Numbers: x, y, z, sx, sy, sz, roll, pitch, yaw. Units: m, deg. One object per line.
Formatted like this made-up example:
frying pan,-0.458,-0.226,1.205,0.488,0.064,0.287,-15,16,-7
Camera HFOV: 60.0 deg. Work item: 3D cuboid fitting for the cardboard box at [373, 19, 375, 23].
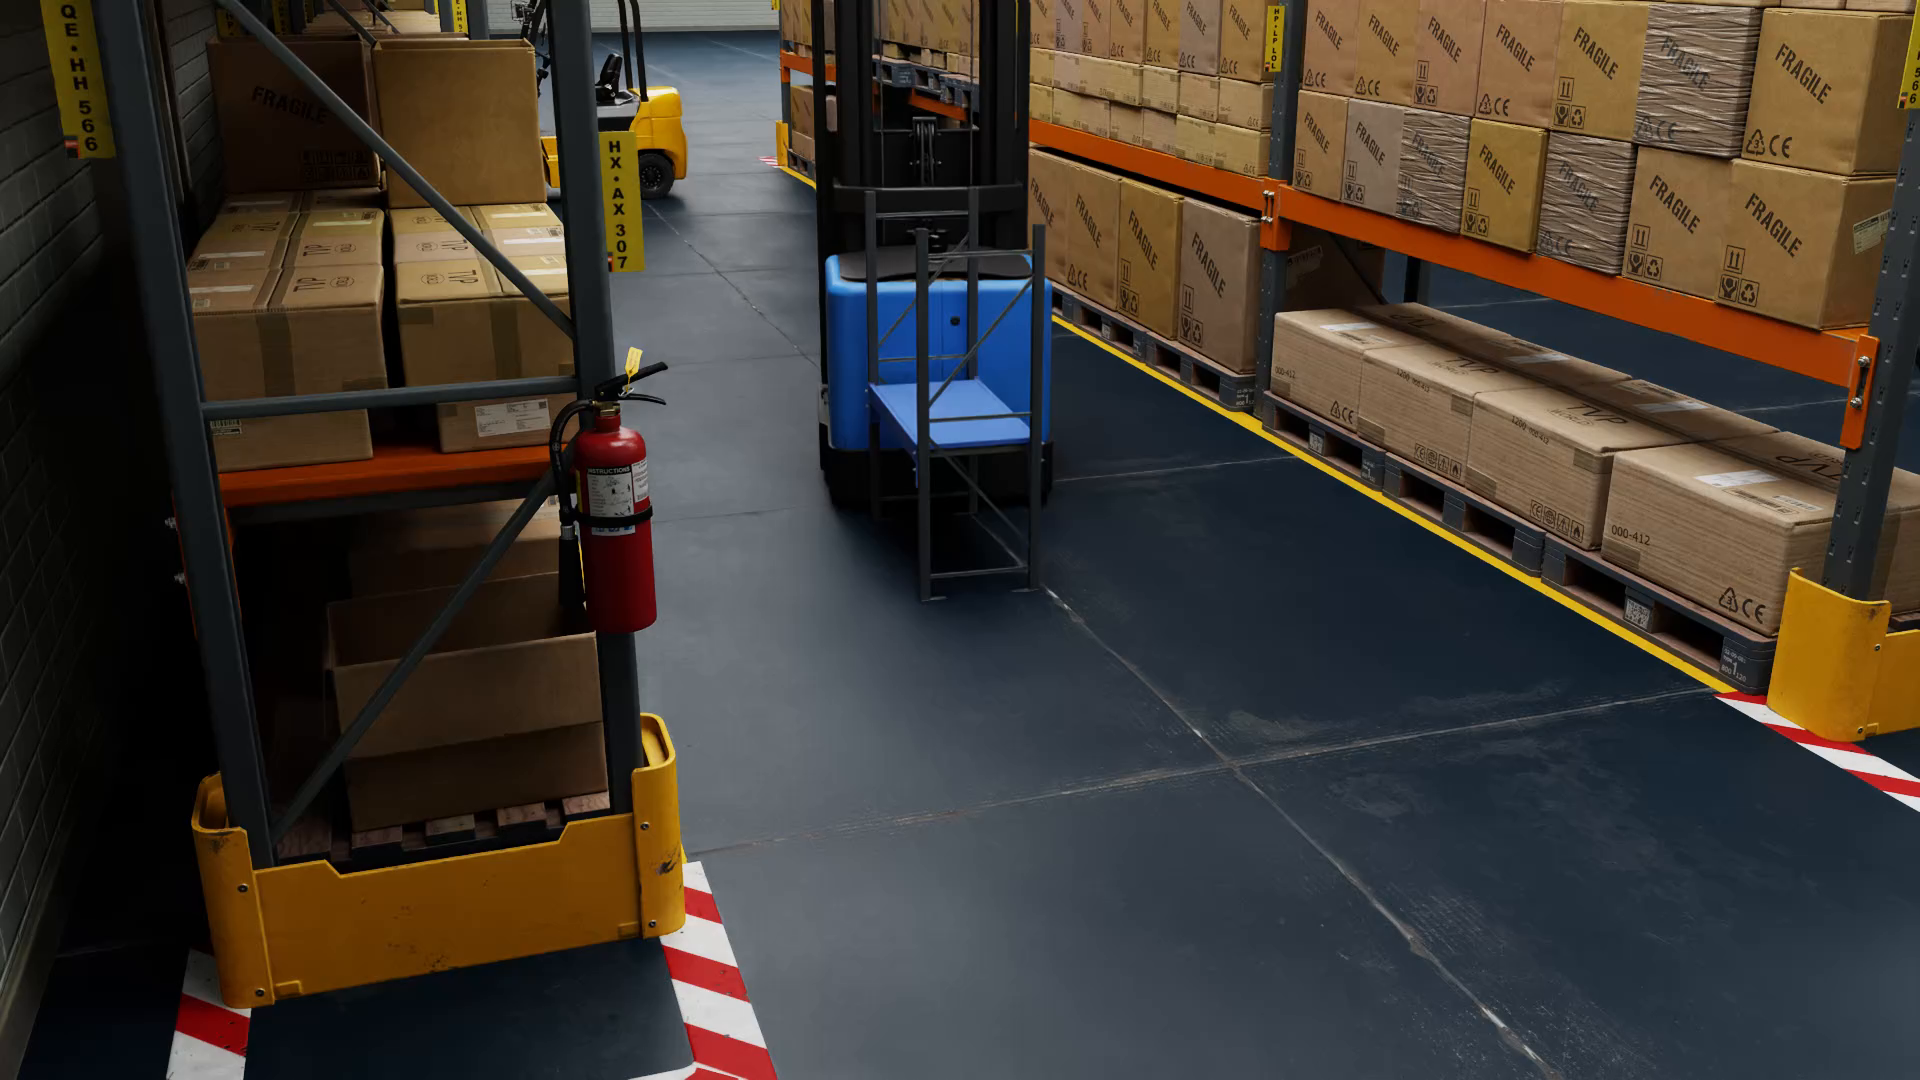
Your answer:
cardboard box,-5.954,-4.831,16.282,0.500,0.500,0.500,-6,21,-16

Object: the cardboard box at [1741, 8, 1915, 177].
cardboard box,3.019,-1.502,5.535,0.500,0.500,0.500,-6,21,-15

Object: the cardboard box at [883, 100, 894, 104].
cardboard box,-0.978,-4.287,17.252,0.500,0.500,0.500,-6,21,-16

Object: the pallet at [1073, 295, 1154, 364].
pallet,1.438,-1.458,11.164,1.003,0.211,1.213,-6,21,-17

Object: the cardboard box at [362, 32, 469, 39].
cardboard box,-3.141,-2.636,9.544,0.797,0.503,0.637,-7,21,-18

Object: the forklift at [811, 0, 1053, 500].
forklift,-0.218,-2.019,8.703,1.130,2.935,3.031,-2,20,-5

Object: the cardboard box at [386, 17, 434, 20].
cardboard box,-4.339,-4.037,13.111,0.380,0.149,0.250,-6,21,-17

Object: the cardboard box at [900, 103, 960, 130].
cardboard box,-0.305,-4.181,16.956,0.500,0.500,0.500,-5,20,-15

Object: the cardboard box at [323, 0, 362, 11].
cardboard box,-5.474,-4.740,14.629,0.380,0.149,0.250,-6,21,-17

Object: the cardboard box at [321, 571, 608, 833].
cardboard box,-1.417,0.444,4.814,0.797,0.503,0.637,-7,21,-19

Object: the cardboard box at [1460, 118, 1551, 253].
cardboard box,2.504,-1.520,7.063,0.500,0.500,0.500,-6,21,-16

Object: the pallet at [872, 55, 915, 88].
pallet,-0.273,-4.355,15.388,1.003,0.211,1.213,-6,21,-17

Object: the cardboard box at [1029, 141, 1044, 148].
cardboard box,0.579,-4.019,17.864,0.500,0.500,0.500,8,21,20

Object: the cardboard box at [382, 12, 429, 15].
cardboard box,-4.670,-4.363,14.019,0.380,0.149,0.250,-7,21,-18

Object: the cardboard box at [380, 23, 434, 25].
cardboard box,-4.042,-3.705,12.187,0.380,0.149,0.250,-6,21,-17

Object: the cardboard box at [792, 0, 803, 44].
cardboard box,-1.581,-5.829,18.621,0.500,0.500,0.500,-6,21,-16

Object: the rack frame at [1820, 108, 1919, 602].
rack frame,3.396,-0.855,5.360,1.000,3.000,0.127,-6,21,-17

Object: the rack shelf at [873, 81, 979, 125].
rack shelf,0.253,-3.726,14.416,1.077,0.370,4.000,-6,21,-17

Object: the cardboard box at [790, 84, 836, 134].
cardboard box,-1.634,-4.951,19.099,0.500,0.500,0.500,-7,21,-19

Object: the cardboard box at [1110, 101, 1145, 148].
cardboard box,1.293,-2.678,10.658,0.500,0.250,0.500,-6,21,-17

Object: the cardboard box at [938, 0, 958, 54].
cardboard box,0.142,-4.250,13.603,0.500,0.500,0.500,-8,21,-21

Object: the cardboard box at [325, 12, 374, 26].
cardboard box,-5.180,-4.394,14.106,0.380,0.149,0.250,-7,21,-18

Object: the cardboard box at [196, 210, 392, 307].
cardboard box,-2.023,-0.841,5.101,0.500,0.250,0.500,-6,21,-15

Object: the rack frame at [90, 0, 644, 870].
rack frame,-1.315,-0.327,3.889,1.000,3.000,0.127,-6,21,-17

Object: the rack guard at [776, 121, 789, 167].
rack guard,-1.609,-4.789,20.010,1.175,0.500,0.348,-6,21,-17

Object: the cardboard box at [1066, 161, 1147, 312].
cardboard box,1.296,-2.103,11.356,0.875,0.875,0.875,-6,21,-17

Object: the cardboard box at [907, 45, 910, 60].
cardboard box,-0.270,-4.411,15.010,0.380,0.149,0.250,-5,20,-14

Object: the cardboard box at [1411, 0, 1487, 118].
cardboard box,2.362,-2.150,7.337,0.500,0.500,0.500,-6,21,-16

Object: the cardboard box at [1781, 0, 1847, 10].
cardboard box,2.991,-1.851,5.546,0.380,0.149,0.250,-6,21,-16

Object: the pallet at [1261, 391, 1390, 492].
pallet,2.304,-0.574,8.703,1.003,0.211,1.213,-6,21,-17

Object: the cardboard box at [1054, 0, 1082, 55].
cardboard box,0.970,-3.598,11.369,0.500,0.500,0.500,-6,21,-17

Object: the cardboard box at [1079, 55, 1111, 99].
cardboard box,1.113,-3.071,11.012,0.500,0.250,0.500,-6,21,-17

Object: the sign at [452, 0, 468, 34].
sign,-3.317,-3.462,11.023,0.100,0.325,0.005,-6,21,-17

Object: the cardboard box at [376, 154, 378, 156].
cardboard box,-2.673,-1.492,6.915,0.500,0.250,0.500,-7,21,-18

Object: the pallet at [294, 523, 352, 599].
pallet,-2.357,-0.077,7.320,1.003,0.211,1.213,-6,21,-17

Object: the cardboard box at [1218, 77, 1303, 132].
cardboard box,1.770,-2.419,9.197,0.500,0.250,0.500,-6,21,-17

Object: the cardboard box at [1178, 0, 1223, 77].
cardboard box,1.591,-2.939,9.533,0.500,0.500,0.500,-6,21,-16

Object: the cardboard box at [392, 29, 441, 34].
cardboard box,-3.650,-3.380,11.282,0.380,0.149,0.250,-6,21,-16

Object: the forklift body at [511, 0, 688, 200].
forklift body,-4.016,-4.647,17.173,2.313,2.155,1.214,-6,21,-17

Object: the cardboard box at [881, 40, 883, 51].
cardboard box,-0.751,-5.009,16.338,0.500,0.500,0.500,-7,21,-19

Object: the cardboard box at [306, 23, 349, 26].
cardboard box,-4.645,-3.726,12.244,0.380,0.149,0.250,-7,21,-18

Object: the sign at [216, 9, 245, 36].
sign,-3.098,-2.095,7.099,0.100,0.325,0.005,-6,21,-17

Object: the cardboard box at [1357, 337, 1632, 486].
cardboard box,2.516,-0.631,7.904,0.875,0.438,0.875,-7,21,-19

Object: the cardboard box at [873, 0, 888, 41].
cardboard box,-0.500,-4.910,15.440,0.500,0.500,0.500,-6,21,-16

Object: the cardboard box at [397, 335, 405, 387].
cardboard box,-1.397,-0.500,4.744,0.380,0.149,0.250,-7,21,-18

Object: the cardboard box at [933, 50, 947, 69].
cardboard box,-0.007,-4.071,14.064,0.380,0.149,0.250,-7,21,-19

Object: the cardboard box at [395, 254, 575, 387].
cardboard box,-1.202,-0.570,4.349,0.500,0.250,0.500,-6,21,-17

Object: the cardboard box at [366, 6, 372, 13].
cardboard box,-5.726,-4.937,15.617,0.380,0.149,0.250,-6,21,-15

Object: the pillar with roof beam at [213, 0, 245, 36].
pillar with roof beam,-1.008,-6.497,12.194,9.100,9.000,0.400,-6,21,-17

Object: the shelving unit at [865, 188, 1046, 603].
shelving unit,-0.043,-0.644,6.989,0.538,1.500,1.048,-5,20,-13

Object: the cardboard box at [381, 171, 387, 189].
cardboard box,-1.865,-1.222,6.162,0.500,0.250,0.500,-7,21,-18

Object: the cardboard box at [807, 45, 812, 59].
cardboard box,-1.474,-5.402,18.389,0.380,0.149,0.250,-6,21,-16

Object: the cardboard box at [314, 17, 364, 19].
cardboard box,-4.913,-4.060,13.175,0.380,0.149,0.250,-6,21,-17
